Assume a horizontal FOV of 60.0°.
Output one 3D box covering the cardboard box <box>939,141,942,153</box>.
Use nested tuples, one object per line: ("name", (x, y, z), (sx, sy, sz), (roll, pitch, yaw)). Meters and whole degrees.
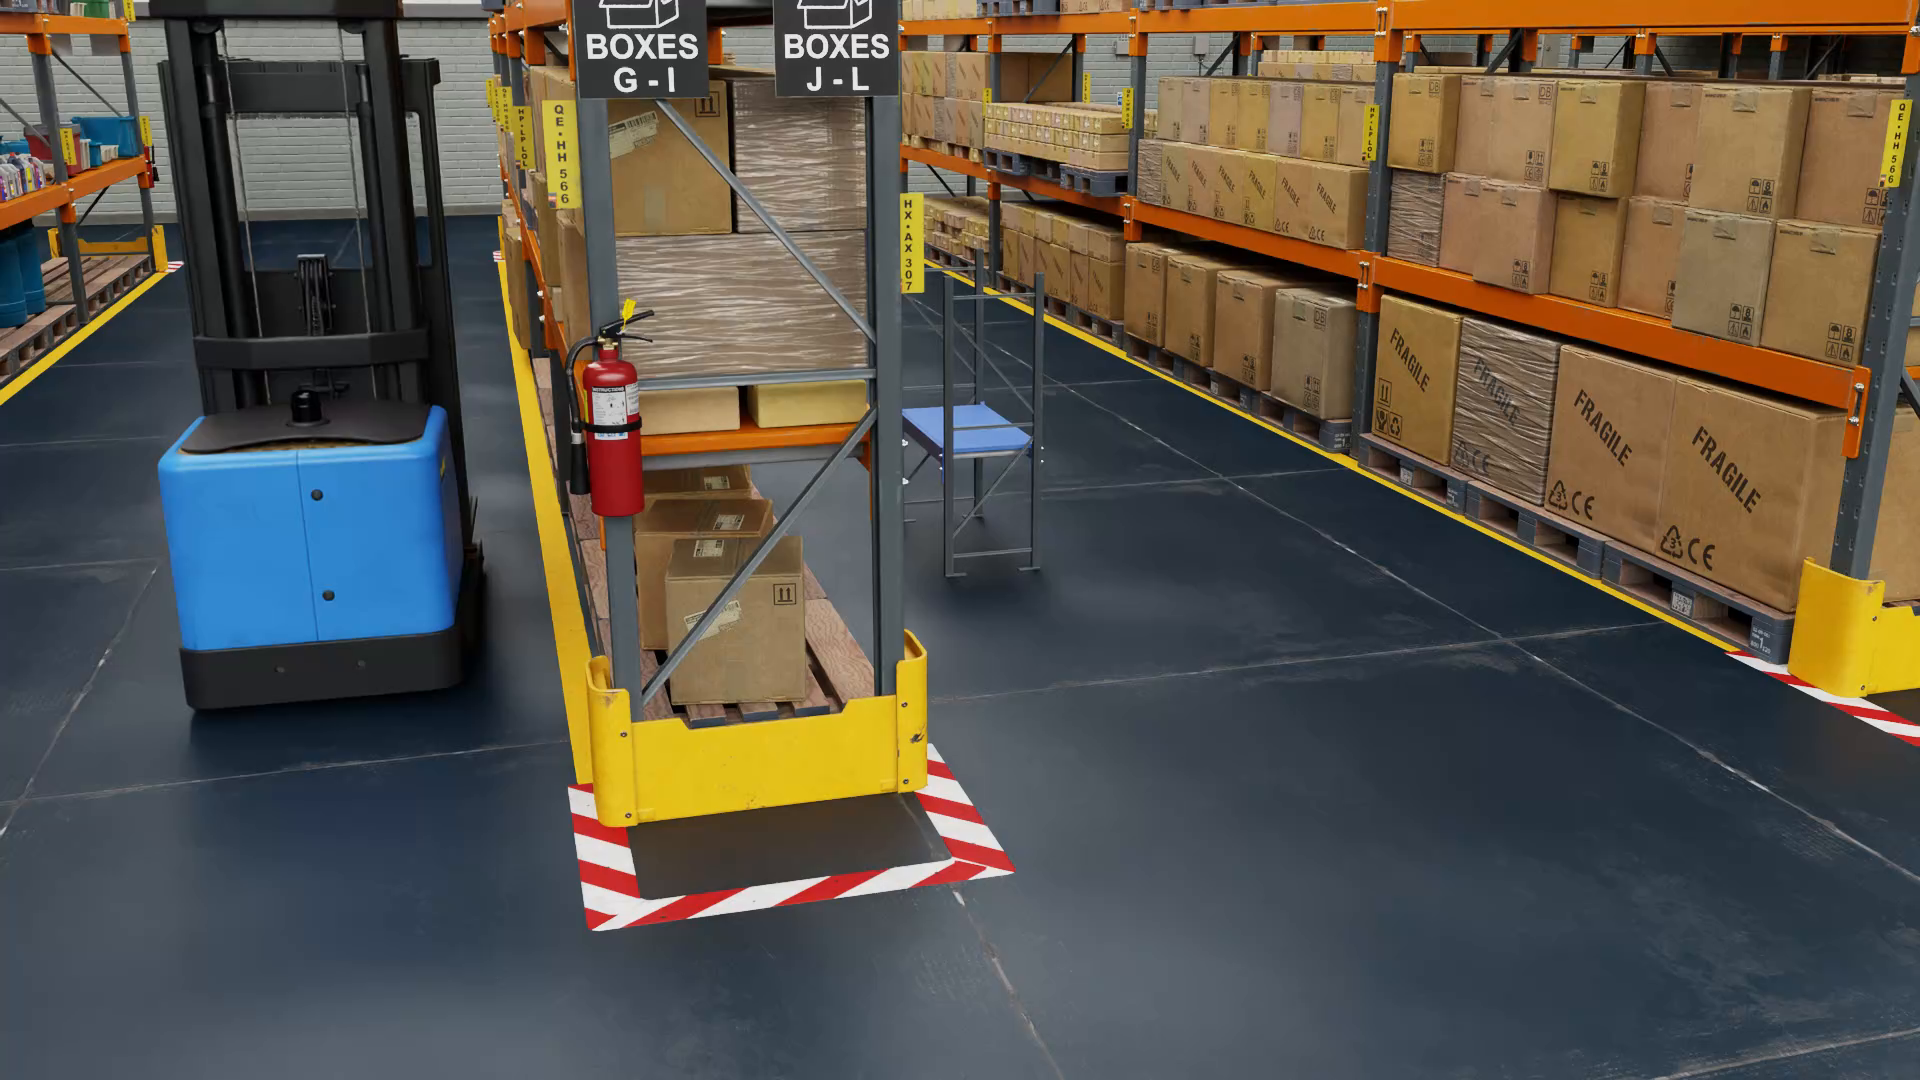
("cardboard box", (-0.039, -4.649, 19.653), (0.380, 0.149, 0.250), (-4, 17, -13))

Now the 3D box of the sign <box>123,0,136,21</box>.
("sign", (-9.325, -5.991, 18.652), (0.100, 0.325, 0.005), (-5, 17, -15))

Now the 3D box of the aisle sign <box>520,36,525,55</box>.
("aisle sign", (-5.396, -6.190, 19.825), (0.394, 0.787, 0.004), (-5, 17, -15))

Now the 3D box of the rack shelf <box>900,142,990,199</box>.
("rack shelf", (0.259, -4.415, 19.686), (1.077, 0.370, 4.000), (-5, 17, -15))

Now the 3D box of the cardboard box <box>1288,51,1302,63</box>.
("cardboard box", (4.464, -6.230, 21.439), (0.380, 0.149, 0.250), (-5, 18, -17))

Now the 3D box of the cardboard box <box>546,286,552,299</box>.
("cardboard box", (-1.964, -1.356, 8.687), (0.380, 0.149, 0.250), (-5, 17, -15))

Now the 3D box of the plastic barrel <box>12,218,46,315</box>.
("plastic barrel", (-8.617, -2.495, 14.961), (0.600, 0.901, 0.708), (-5, 17, -15))

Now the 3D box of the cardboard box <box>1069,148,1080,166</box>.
("cardboard box", (1.193, -3.421, 14.833), (0.380, 0.149, 0.250), (-4, 17, -14))

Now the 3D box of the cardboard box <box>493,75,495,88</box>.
("cardboard box", (-5.078, -5.086, 19.110), (0.500, 0.500, 0.500), (-5, 17, -17))

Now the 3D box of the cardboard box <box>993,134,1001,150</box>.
("cardboard box", (0.556, -4.066, 16.979), (0.380, 0.149, 0.250), (-4, 17, -14))

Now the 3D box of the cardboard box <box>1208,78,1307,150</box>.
("cardboard box", (2.305, -3.220, 12.546), (0.700, 0.500, 0.500), (-5, 17, -16))

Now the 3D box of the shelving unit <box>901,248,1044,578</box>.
("shelving unit", (0.023, -0.695, 8.658), (0.538, 1.500, 1.048), (-5, 17, -15))

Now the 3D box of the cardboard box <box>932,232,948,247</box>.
("cardboard box", (-0.118, -3.626, 20.035), (0.380, 0.149, 0.250), (-6, 18, -18))

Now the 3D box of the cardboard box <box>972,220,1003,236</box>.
("cardboard box", (0.352, -3.472, 18.489), (0.380, 0.149, 0.250), (-4, 17, -15))

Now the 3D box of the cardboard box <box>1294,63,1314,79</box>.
("cardboard box", (4.597, -5.819, 21.199), (0.500, 0.500, 0.500), (-5, 17, -16))

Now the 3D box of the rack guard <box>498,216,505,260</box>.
("rack guard", (-5.094, -3.758, 20.594), (1.175, 0.500, 0.348), (-5, 17, -15))

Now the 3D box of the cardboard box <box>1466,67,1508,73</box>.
("cardboard box", (5.687, -4.730, 17.574), (0.500, 0.500, 0.500), (-5, 17, -17))

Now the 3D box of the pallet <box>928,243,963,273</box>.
("pallet", (0.251, -3.392, 19.877), (1.003, 0.211, 1.213), (-5, 17, -15))

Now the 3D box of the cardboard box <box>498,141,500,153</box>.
("cardboard box", (-5.235, -4.633, 19.599), (0.380, 0.149, 0.250), (-5, 17, -16))

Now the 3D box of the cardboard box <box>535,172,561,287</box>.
("cardboard box", (-1.622, -1.549, 8.204), (0.875, 0.500, 0.500), (-5, 17, -15))

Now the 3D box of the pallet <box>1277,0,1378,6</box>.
("pallet", (2.708, -3.588, 10.802), (0.805, 0.209, 1.217), (-5, 18, -17))

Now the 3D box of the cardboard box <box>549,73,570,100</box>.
("cardboard box", (-1.357, -1.601, 6.639), (0.500, 0.500, 0.500), (-5, 17, -15))

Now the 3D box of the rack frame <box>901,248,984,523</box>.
("rack frame", (-0.116, -0.835, 9.126), (0.500, 1.500, 0.032), (-5, 17, -15))

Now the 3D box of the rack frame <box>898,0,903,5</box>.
("rack frame", (-0.291, -8.186, 20.561), (1.000, 3.000, 0.127), (-5, 17, -15))

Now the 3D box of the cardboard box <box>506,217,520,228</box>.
("cardboard box", (-3.296, -2.359, 14.554), (1.225, 0.875, 0.875), (-5, 17, -15))

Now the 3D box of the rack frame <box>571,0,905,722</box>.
("rack frame", (-0.690, -0.523, 5.479), (1.000, 3.000, 0.127), (-5, 17, -15))

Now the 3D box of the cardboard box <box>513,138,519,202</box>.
("cardboard box", (-3.394, -3.039, 13.681), (0.500, 0.500, 0.500), (-5, 17, -16))

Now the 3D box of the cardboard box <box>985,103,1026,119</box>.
("cardboard box", (0.474, -4.427, 17.147), (0.380, 0.149, 0.250), (-4, 17, -12))

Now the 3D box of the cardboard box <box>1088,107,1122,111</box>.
("cardboard box", (1.464, -4.116, 16.113), (0.380, 0.149, 0.250), (-6, 18, -18))

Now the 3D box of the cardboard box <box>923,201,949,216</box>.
("cardboard box", (-0.336, -4.115, 20.629), (0.380, 0.149, 0.250), (-5, 17, -15))

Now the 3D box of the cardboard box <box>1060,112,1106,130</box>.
("cardboard box", (1.116, -3.781, 14.997), (0.380, 0.149, 0.250), (-4, 17, -14))

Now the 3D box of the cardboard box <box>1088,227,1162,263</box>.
("cardboard box", (1.468, -2.631, 14.810), (0.500, 0.250, 0.500), (-5, 17, -17))

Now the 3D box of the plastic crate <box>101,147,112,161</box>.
("plastic crate", (-9.386, -4.167, 17.964), (0.396, 0.136, 0.243), (-5, 17, -15))

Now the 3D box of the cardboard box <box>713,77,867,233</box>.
("cardboard box", (-0.580, -1.366, 5.856), (0.500, 0.500, 0.500), (-5, 17, -15))

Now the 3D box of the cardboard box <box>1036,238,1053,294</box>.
("cardboard box", (1.060, -2.695, 16.324), (0.500, 0.500, 0.500), (-4, 17, -14))

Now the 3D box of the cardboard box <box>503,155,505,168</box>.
("cardboard box", (-4.528, -3.922, 17.233), (0.380, 0.149, 0.250), (-5, 17, -16))

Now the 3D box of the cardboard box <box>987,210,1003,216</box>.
("cardboard box", (0.538, -3.802, 19.585), (0.380, 0.149, 0.250), (-5, 18, -18))

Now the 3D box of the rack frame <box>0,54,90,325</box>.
("rack frame", (-8.751, -3.451, 15.225), (1.000, 3.000, 0.127), (-5, 17, -15))

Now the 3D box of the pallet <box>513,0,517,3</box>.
("pallet", (-2.145, -3.442, 10.308), (1.213, 0.211, 1.003), (-5, 17, -15))

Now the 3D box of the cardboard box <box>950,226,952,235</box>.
("cardboard box", (0.089, -3.692, 19.738), (0.380, 0.149, 0.250), (-4, 17, -13))

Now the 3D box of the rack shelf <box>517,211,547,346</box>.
("rack shelf", (-2.339, -1.838, 11.107), (1.077, 0.370, 4.000), (-5, 17, -15))

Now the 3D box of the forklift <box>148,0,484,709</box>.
("forklift", (-2.881, -1.125, 7.604), (1.130, 2.935, 3.031), (-4, 17, -13))

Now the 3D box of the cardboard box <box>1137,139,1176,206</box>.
("cardboard box", (1.772, -3.002, 13.559), (0.500, 0.500, 0.500), (-5, 17, -15))

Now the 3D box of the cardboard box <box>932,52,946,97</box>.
("cardboard box", (-0.013, -5.411, 19.324), (0.500, 0.500, 0.500), (-5, 18, -17))

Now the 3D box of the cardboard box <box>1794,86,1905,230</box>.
("cardboard box", (4.042, -1.582, 6.866), (0.875, 0.550, 0.550), (-5, 17, -15))

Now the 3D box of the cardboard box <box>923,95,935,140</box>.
("cardboard box", (-0.139, -5.075, 19.941), (0.500, 0.500, 0.500), (-4, 17, -15))

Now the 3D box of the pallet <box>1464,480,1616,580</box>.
("pallet", (3.480, -0.103, 8.929), (1.003, 0.211, 1.213), (-5, 17, -15))

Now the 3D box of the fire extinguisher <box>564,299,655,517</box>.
("fire extinguisher", (-1.102, -0.418, 5.263), (0.296, 0.674, 0.183), (-5, 17, -15))

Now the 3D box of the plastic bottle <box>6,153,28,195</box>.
("plastic bottle", (-8.133, -3.147, 14.302), (0.144, 0.351, 0.185), (-5, 17, -15))

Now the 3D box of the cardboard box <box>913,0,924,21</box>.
("cardboard box", (-0.273, -6.387, 20.048), (0.500, 0.250, 0.500), (-4, 17, -13))

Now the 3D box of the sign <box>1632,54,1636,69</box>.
("sign", (9.752, -6.870, 24.046), (0.100, 0.325, 0.005), (-5, 17, -15))

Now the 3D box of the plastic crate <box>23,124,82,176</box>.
("plastic crate", (-8.755, -3.777, 16.096), (0.402, 0.464, 0.583), (-5, 17, -15))

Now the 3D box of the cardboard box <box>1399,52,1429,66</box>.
("cardboard box", (5.149, -5.523, 19.085), (0.380, 0.149, 0.250), (-5, 17, -16))

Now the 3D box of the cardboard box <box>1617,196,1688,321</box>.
("cardboard box", (3.755, -1.373, 8.049), (0.875, 0.550, 0.550), (-5, 17, -15))

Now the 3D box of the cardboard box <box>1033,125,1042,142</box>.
("cardboard box", (0.906, -3.852, 15.751), (0.380, 0.149, 0.250), (-5, 17, -16))
